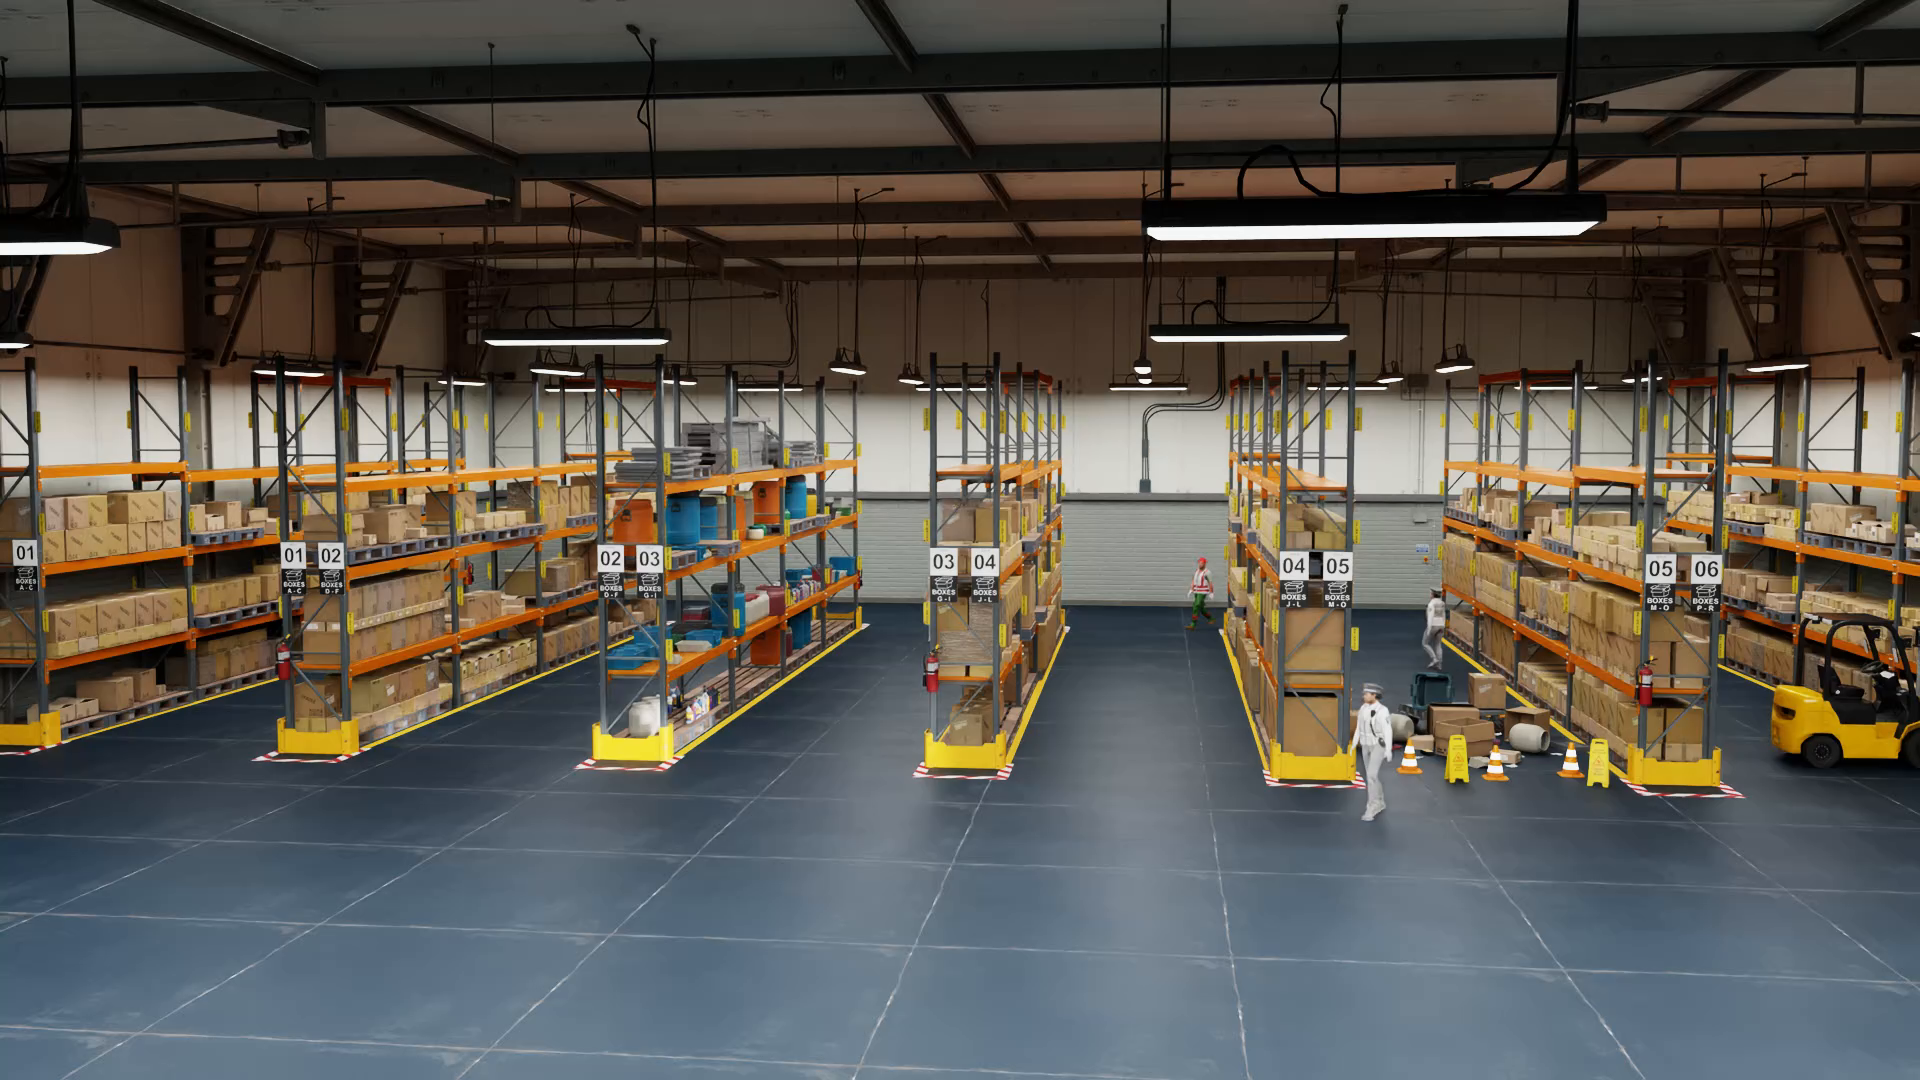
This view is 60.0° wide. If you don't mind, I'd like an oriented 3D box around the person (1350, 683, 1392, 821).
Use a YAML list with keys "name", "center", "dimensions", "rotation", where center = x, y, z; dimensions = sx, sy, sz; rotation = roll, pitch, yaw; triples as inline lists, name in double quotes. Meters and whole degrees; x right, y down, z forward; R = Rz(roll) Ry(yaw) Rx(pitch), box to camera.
- name: "person"
  center: [5.233, 2.668, 21.237]
  dimensions: [0.644, 1.680, 0.590]
  rotation: [-2, 5, -28]

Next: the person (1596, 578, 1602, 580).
- name: "person"
  center: [14.744, 1.515, 38.307]
  dimensions: [0.622, 1.566, 0.729]
  rotation: [1, 4, 16]

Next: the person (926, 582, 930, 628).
- name: "person"
  center: [-0.545, 1.485, 38.188]
  dimensions: [0.449, 1.603, 1.068]
  rotation: [0, 4, -4]

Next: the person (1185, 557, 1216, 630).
- name: "person"
  center: [5.812, 1.286, 40.135]
  dimensions: [1.064, 1.742, 0.509]
  rotation: [-2, 5, -29]

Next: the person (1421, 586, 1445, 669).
- name: "person"
  center: [9.629, 1.783, 33.643]
  dimensions: [0.523, 1.682, 0.413]
  rotation: [-3, 5, -33]
